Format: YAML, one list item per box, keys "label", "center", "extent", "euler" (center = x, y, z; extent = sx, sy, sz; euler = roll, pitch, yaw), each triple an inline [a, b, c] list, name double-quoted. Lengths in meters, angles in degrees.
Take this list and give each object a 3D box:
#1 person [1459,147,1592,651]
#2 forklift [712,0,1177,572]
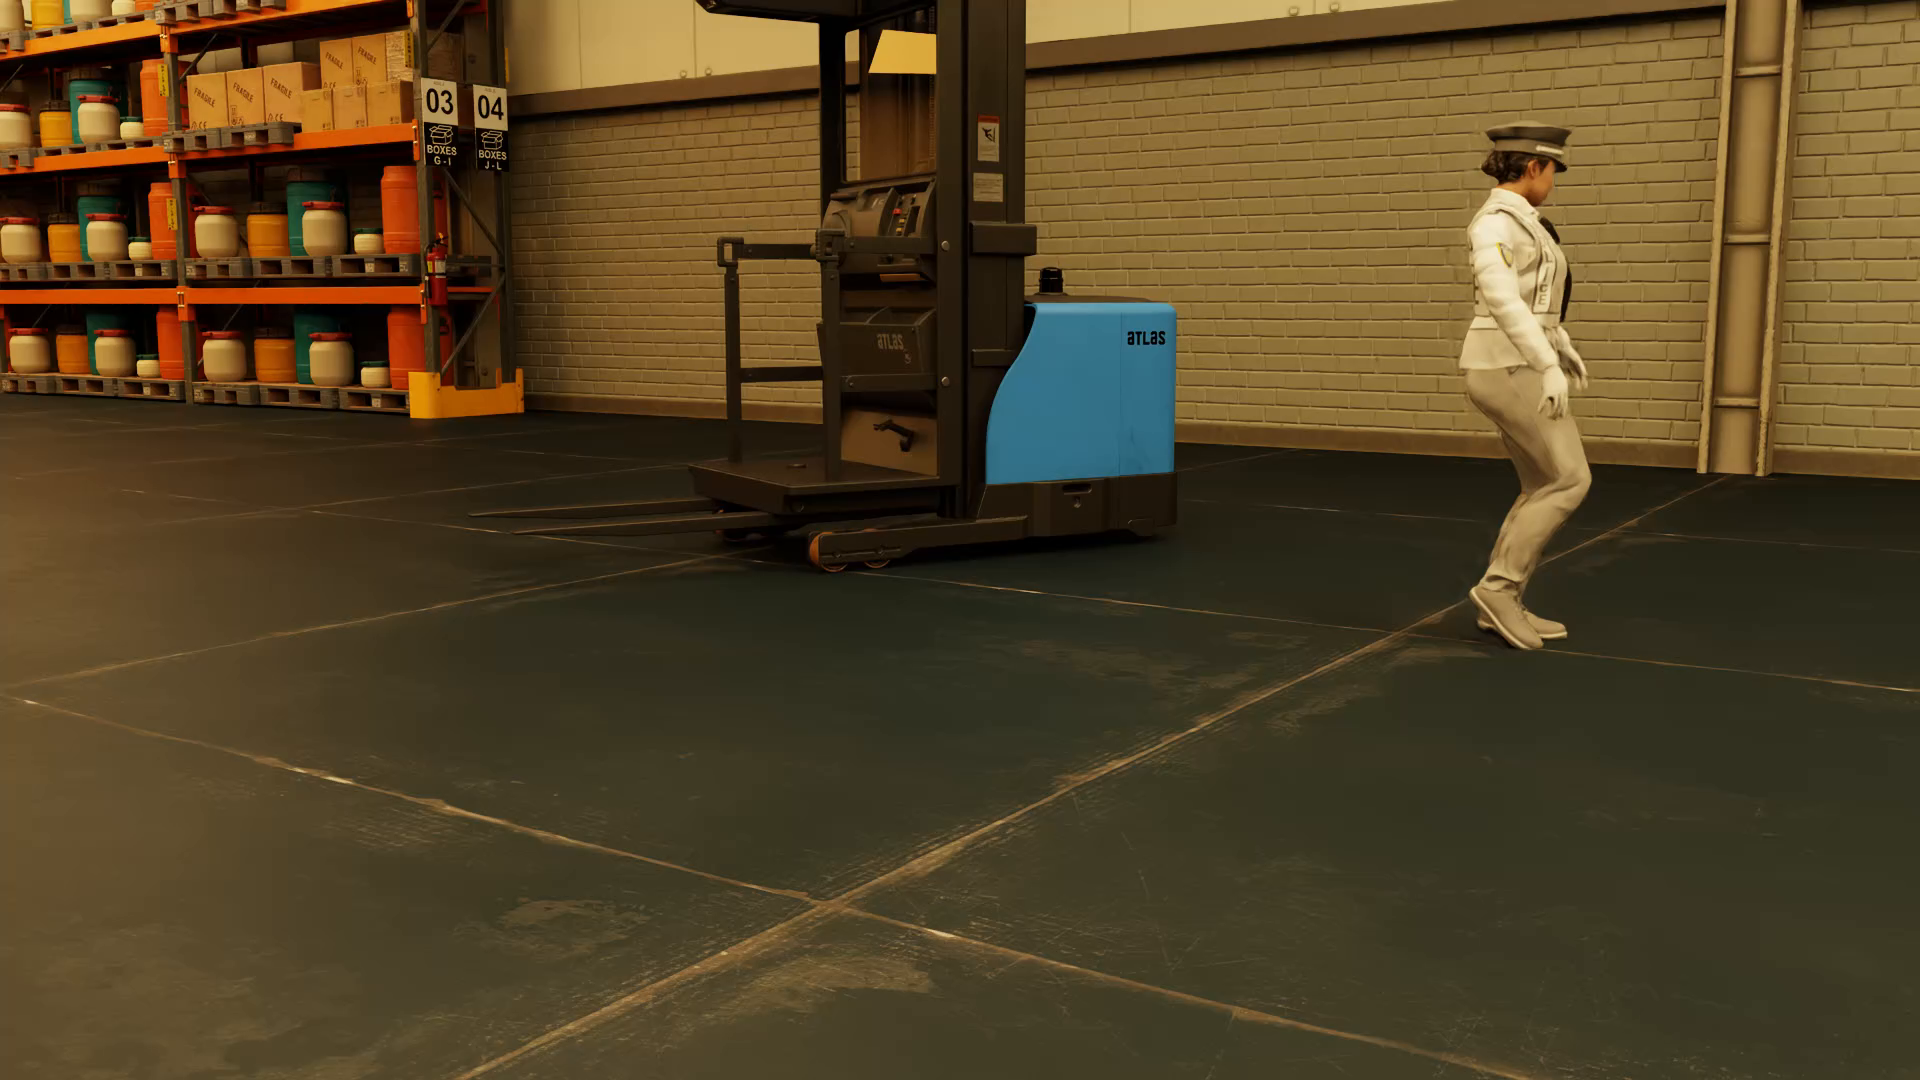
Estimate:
- label: "person"
  center: [1.842, -0.479, 5.325]
  extent: [0.435, 1.633, 0.738]
  euler: [5, 9, 29]
- label: "forklift"
  center: [-0.068, -1.414, 7.362]
  extent: [1.939, 2.867, 1.129]
  euler: [-5, 9, -31]
